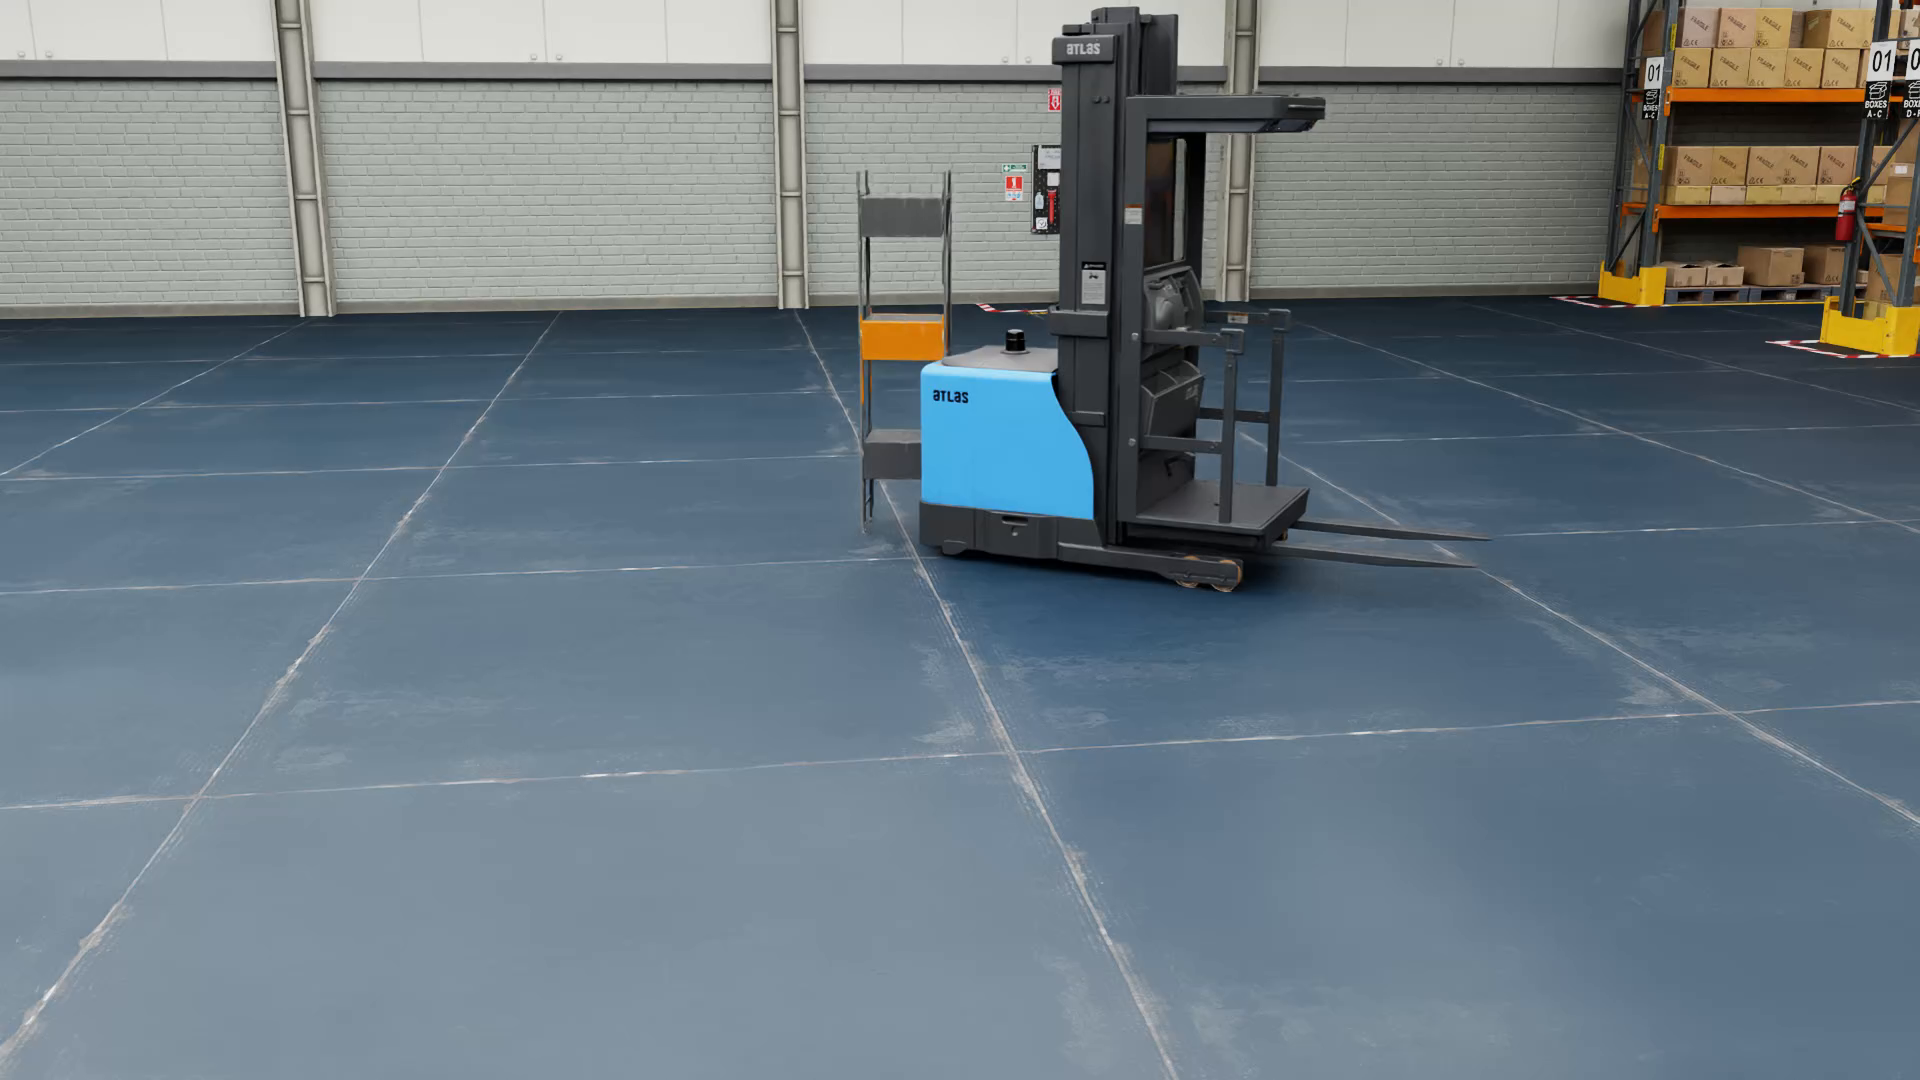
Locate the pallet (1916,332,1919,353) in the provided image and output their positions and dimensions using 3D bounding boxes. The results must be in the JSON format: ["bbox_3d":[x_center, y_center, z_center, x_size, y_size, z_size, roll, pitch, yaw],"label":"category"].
[{"bbox_3d":[10.594,-2.221,18.145,1.213,0.211,1.003,-2,14,-8],"label":"pallet"}]

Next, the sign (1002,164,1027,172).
[{"bbox_3d":[0.727,-4.940,22.092,0.331,0.109,0.001,-2,14,-8],"label":"sign"}]

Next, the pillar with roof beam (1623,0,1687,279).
[{"bbox_3d":[10.307,-6.835,18.478,0.400,9.000,9.100,-2,14,-8],"label":"pillar with roof beam"}]

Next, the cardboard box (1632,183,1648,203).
[{"bbox_3d":[9.536,-4.728,22.676,0.500,0.250,0.500,-2,14,-7],"label":"cardboard box"}]

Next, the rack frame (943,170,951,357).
[{"bbox_3d":[-0.073,-1.093,9.762,0.015,2.100,0.400,1,14,4],"label":"rack frame"}]

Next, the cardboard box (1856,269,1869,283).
[{"bbox_3d":[12.533,-3.685,23.169,0.250,0.166,0.380,-4,15,-16],"label":"cardboard box"}]

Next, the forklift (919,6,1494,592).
[{"bbox_3d":[1.331,-1.299,8.875,3.031,2.935,1.130,6,15,23],"label":"forklift"}]

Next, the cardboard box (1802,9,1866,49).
[{"bbox_3d":[11.547,-6.743,21.976,0.500,0.500,0.500,-3,14,-10],"label":"cardboard box"}]

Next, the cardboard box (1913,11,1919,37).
[{"bbox_3d":[10.413,-5.333,17.289,0.637,0.503,0.797,-1,14,-4],"label":"cardboard box"}]

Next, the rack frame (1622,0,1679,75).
[{"bbox_3d":[9.102,-7.637,21.677,0.127,3.000,1.000,-2,14,-8],"label":"rack frame"}]

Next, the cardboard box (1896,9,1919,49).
[{"bbox_3d":[12.603,-6.787,22.151,0.500,0.500,0.500,-3,14,-13],"label":"cardboard box"}]

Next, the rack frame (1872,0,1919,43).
[{"bbox_3d":[9.844,-6.446,16.926,0.127,3.000,1.000,-2,14,-8],"label":"rack frame"}]

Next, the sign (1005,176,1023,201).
[{"bbox_3d":[0.721,-4.685,22.164,0.234,0.329,0.001,-2,14,-8],"label":"sign"}]

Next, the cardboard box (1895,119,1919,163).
[{"bbox_3d":[10.360,-4.230,17.548,0.500,0.500,0.700,-2,14,-8],"label":"cardboard box"}]

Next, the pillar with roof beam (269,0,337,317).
[{"bbox_3d":[-7.492,-6.183,15.877,0.400,9.000,9.100,-2,14,-8],"label":"pillar with roof beam"}]

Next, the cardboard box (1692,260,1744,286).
[{"bbox_3d":[10.364,-3.661,22.776,0.500,0.311,0.500,-1,14,-4],"label":"cardboard box"}]

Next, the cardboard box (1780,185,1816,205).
[{"bbox_3d":[11.148,-4.663,22.416,0.500,0.250,0.500,-2,14,-8],"label":"cardboard box"}]

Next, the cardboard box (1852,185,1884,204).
[{"bbox_3d":[12.140,-4.703,22.577,0.500,0.250,0.500,-2,14,-8],"label":"cardboard box"}]

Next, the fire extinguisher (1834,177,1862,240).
[{"bbox_3d":[9.658,-3.606,18.093,0.183,0.674,0.296,-2,14,-8],"label":"fire extinguisher"}]

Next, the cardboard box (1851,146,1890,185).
[{"bbox_3d":[12.143,-5.062,22.466,0.500,0.500,0.500,-2,14,-9],"label":"cardboard box"}]

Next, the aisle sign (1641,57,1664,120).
[{"bbox_3d":[9.076,-5.914,21.792,0.004,0.787,0.394,-2,14,-8],"label":"aisle sign"}]

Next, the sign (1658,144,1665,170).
[{"bbox_3d":[9.183,-5.017,21.781,0.005,0.325,0.100,-2,14,-8],"label":"sign"}]

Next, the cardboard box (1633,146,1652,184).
[{"bbox_3d":[9.537,-5.096,22.603,0.500,0.500,0.500,-2,14,-9],"label":"cardboard box"}]

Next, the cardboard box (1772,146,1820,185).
[{"bbox_3d":[11.130,-5.028,22.328,0.500,0.500,0.500,-2,14,-7],"label":"cardboard box"}]

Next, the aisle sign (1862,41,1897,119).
[{"bbox_3d":[9.735,-4.865,17.612,0.004,0.787,0.394,-2,14,-8],"label":"aisle sign"}]

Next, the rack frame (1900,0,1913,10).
[{"bbox_3d":[13.058,-7.782,22.255,0.127,3.000,1.000,-2,14,-8],"label":"rack frame"}]

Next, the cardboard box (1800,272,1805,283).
[{"bbox_3d":[11.473,-3.650,23.066,0.250,0.149,0.380,-3,14,-13],"label":"cardboard box"}]

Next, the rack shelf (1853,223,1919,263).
[{"bbox_3d":[11.822,-3.260,18.032,4.000,0.370,1.077,-2,14,-8],"label":"rack shelf"}]

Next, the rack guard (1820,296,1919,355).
[{"bbox_3d":[9.820,-2.323,17.956,0.348,0.500,1.175,-2,14,-8],"label":"rack guard"}]

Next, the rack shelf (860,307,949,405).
[{"bbox_3d":[-0.317,-1.084,9.783,0.480,0.518,0.431,1,14,4],"label":"rack shelf"}]

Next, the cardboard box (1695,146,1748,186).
[{"bbox_3d":[10.109,-4.989,22.173,0.500,0.500,0.500,-2,14,-8],"label":"cardboard box"}]

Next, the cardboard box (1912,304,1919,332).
[{"bbox_3d":[10.407,-2.372,17.803,0.500,0.250,0.500,-2,14,-8],"label":"cardboard box"}]

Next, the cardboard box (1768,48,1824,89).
[{"bbox_3d":[11.046,-6.248,22.055,0.500,0.500,0.500,-1,14,-5],"label":"cardboard box"}]

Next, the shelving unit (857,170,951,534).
[{"bbox_3d":[-0.317,-1.097,9.780,0.503,2.100,0.431,1,14,4],"label":"shelving unit"}]

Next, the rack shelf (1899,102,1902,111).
[{"bbox_3d":[15.035,-6.051,22.996,4.000,0.370,1.077,-2,14,-8],"label":"rack shelf"}]

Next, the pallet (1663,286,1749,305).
[{"bbox_3d":[9.986,-3.399,22.840,1.213,0.211,1.003,-2,14,-8],"label":"pallet"}]

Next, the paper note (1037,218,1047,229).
[{"bbox_3d":[1.098,-4.246,22.297,0.142,0.148,0.016,-2,14,-8],"label":"paper note"}]

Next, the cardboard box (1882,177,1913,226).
[{"bbox_3d":[10.307,-3.598,17.699,0.500,0.500,0.700,-2,14,-8],"label":"cardboard box"}]

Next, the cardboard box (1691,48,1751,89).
[{"bbox_3d":[10.007,-6.204,21.879,0.500,0.500,0.500,-1,14,-5],"label":"cardboard box"}]

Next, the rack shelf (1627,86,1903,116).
[{"bbox_3d":[11.080,-5.906,22.418,4.000,0.370,1.077,-2,14,-8],"label":"rack shelf"}]

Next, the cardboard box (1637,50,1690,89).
[{"bbox_3d":[9.477,-6.317,22.330,0.500,0.500,0.500,-1,14,-4],"label":"cardboard box"}]

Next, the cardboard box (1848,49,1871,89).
[{"bbox_3d":[12.093,-6.293,22.234,0.500,0.500,0.500,-3,14,-13],"label":"cardboard box"}]

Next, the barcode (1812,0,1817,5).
[{"bbox_3d":[11.619,-7.302,22.600,0.075,0.075,0.001,-2,14,-8],"label":"barcode"}]

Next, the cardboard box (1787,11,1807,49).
[{"bbox_3d":[11.017,-6.856,22.423,0.500,0.500,0.500,-2,14,-8],"label":"cardboard box"}]

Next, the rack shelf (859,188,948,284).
[{"bbox_3d":[-0.317,-1.763,9.613,0.480,0.518,0.431,1,14,4],"label":"rack shelf"}]

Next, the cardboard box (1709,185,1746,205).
[{"bbox_3d":[10.143,-4.628,22.277,0.500,0.250,0.500,-3,14,-10],"label":"cardboard box"}]

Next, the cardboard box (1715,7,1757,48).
[{"bbox_3d":[10.023,-6.687,21.752,0.500,0.500,0.500,-2,14,-9],"label":"cardboard box"}]
